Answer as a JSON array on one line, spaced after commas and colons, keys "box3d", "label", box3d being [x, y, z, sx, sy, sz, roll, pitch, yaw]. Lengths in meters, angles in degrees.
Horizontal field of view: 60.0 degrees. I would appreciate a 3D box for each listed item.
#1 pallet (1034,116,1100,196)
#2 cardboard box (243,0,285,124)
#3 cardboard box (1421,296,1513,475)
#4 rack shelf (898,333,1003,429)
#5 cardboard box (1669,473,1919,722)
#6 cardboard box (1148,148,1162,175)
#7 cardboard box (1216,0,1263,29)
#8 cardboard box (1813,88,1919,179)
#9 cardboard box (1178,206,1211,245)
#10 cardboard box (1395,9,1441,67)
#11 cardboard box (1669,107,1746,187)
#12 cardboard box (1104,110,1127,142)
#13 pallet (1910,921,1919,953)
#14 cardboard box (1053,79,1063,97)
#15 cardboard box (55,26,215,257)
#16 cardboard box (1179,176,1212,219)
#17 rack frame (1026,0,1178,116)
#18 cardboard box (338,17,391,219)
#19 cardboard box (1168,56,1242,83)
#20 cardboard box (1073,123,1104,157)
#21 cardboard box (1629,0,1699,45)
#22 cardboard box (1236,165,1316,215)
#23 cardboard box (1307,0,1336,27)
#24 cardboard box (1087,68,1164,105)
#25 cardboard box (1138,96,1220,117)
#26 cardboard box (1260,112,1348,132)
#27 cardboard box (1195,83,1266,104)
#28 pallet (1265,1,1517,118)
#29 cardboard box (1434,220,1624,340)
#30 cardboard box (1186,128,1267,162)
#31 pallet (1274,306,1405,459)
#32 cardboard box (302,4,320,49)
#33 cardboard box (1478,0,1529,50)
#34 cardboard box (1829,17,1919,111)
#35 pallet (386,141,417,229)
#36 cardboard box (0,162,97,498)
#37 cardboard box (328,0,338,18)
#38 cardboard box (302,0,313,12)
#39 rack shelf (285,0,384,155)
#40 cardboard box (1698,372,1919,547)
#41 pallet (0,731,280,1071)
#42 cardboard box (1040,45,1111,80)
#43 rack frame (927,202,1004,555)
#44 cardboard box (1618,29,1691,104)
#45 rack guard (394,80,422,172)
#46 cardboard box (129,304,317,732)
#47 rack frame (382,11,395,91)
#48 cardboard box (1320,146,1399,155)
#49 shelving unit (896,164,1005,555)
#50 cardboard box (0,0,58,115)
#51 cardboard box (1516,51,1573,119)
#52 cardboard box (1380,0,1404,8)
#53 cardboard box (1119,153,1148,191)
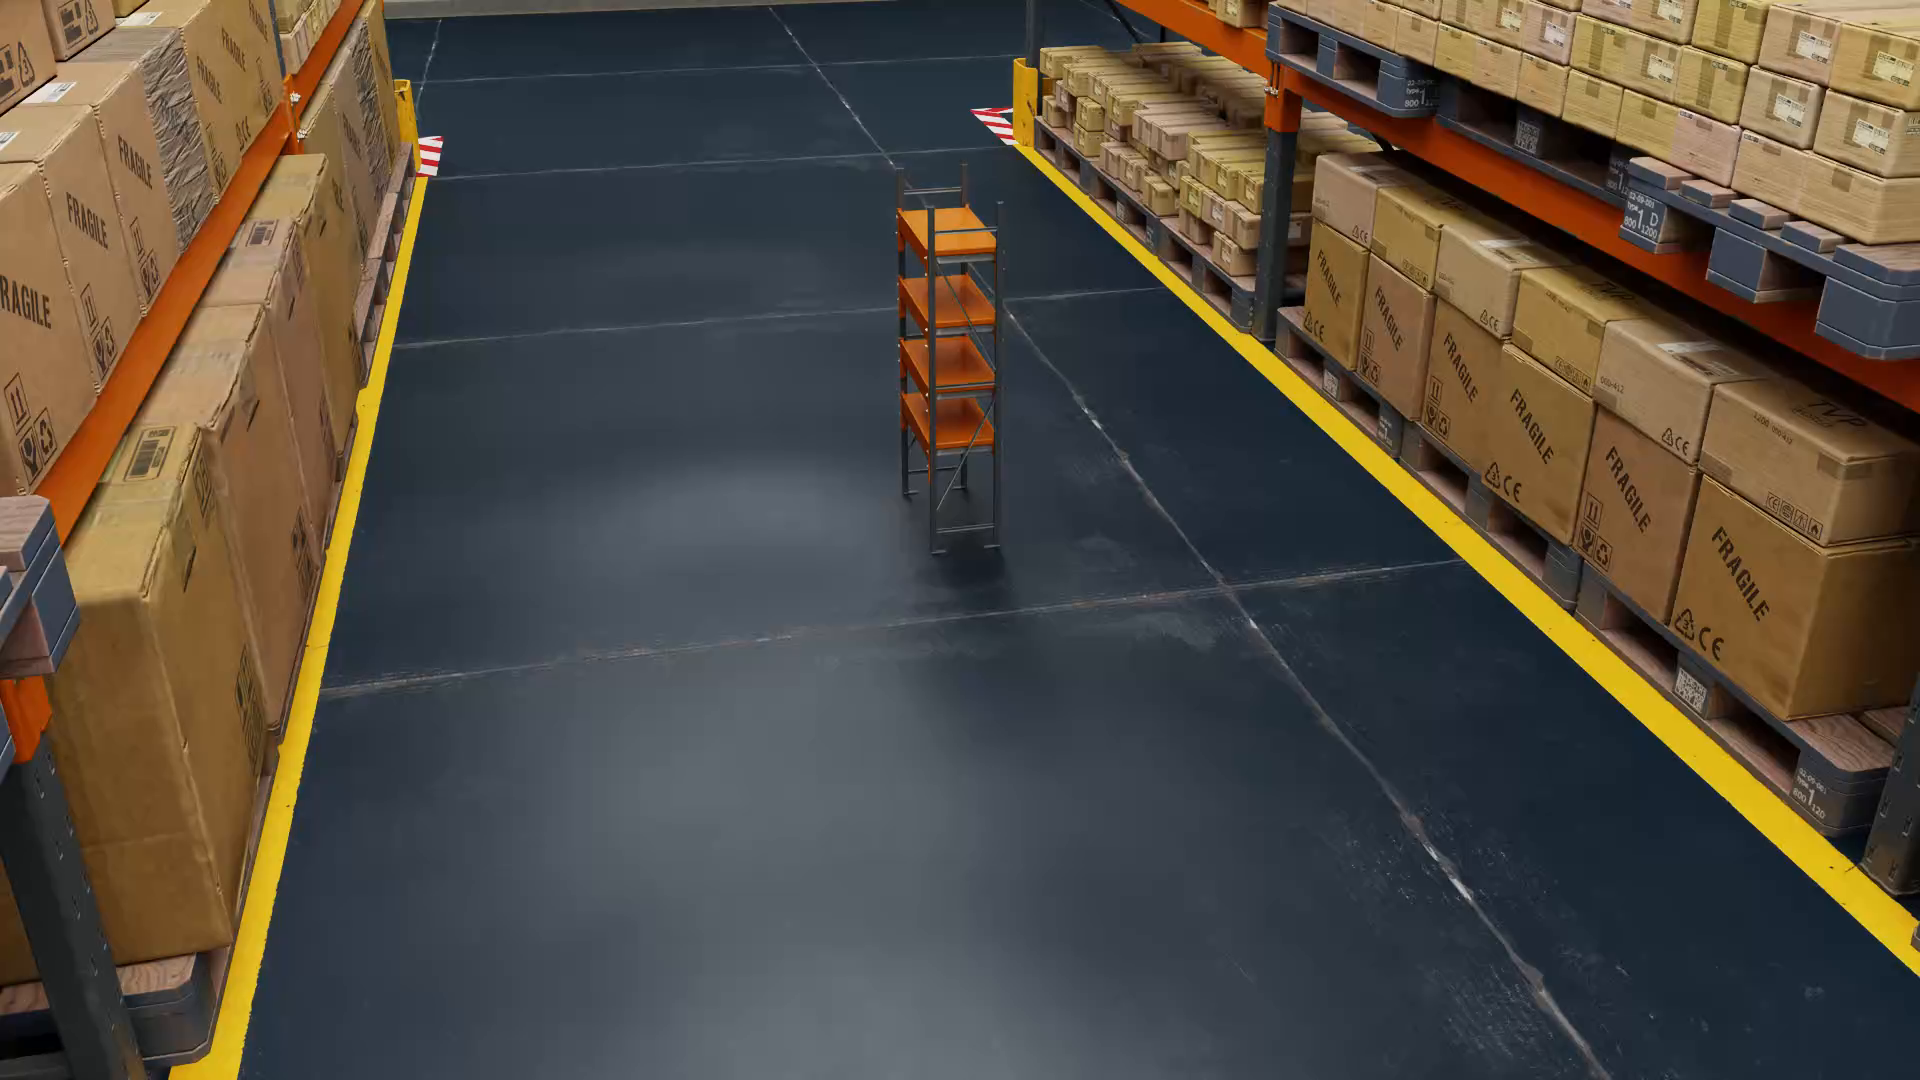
[{"box3d": [1.094, -2.420, 10.310, 1.003, 0.211, 1.213, -6, 27, -12], "label": "pallet"}, {"box3d": [-2.654, -1.710, 5.698, 0.500, 0.500, 0.500, -6, 27, -11], "label": "cardboard box"}, {"box3d": [1.990, -0.562, 5.842, 0.500, 0.500, 0.500, -5, 27, -11], "label": "cardboard box"}, {"box3d": [-0.037, -0.548, 5.654, 0.258, 0.148, 0.480, -6, 27, -12], "label": "rack shelf"}, {"box3d": [2.328, 0.120, 4.491, 0.500, 0.500, 0.500, -6, 27, -12], "label": "cardboard box"}, {"box3d": [1.221, -2.039, 8.828, 0.380, 0.149, 0.250, -7, 28, -14], "label": "cardboard box"}, {"box3d": [1.373, -2.394, 7.442, 0.380, 0.149, 0.250, -7, 28, -13], "label": "cardboard box"}, {"box3d": [2.177, -0.925, 3.736, 0.380, 0.149, 0.250, -5, 27, -11], "label": "cardboard box"}, {"box3d": [1.310, -1.586, 8.262, 0.380, 0.149, 0.250, -7, 28, -13], "label": "cardboard box"}, {"box3d": [1.705, -1.705, 5.611, 0.380, 0.149, 0.250, -7, 28, -14], "label": "cardboard box"}, {"box3d": [2.060, -1.013, 4.241, 0.380, 0.149, 0.250, -5, 27, -11], "label": "cardboard box"}, {"box3d": [1.049, -2.395, 9.533, 0.380, 0.149, 0.250, -7, 28, -14], "label": "cardboard box"}, {"box3d": [2.836, 1.053, 3.430, 1.003, 0.211, 1.213, -6, 27, -12], "label": "pallet"}, {"box3d": [0.797, -2.850, 10.434, 0.380, 0.149, 0.250, -5, 27, -9], "label": "cardboard box"}, {"box3d": [-2.316, -1.043, 4.376, 0.500, 0.500, 0.500, -6, 27, -11], "label": "cardboard box"}, {"box3d": [1.299, -1.689, 8.135, 0.380, 0.149, 0.250, -7, 28, -13], "label": "cardboard box"}, {"box3d": [0.929, -4.058, 10.461, 1.000, 3.000, 0.127, -6, 27, -12], "label": "rack frame"}, {"box3d": [-3.499, -2.165, 8.603, 0.875, 0.875, 0.875, -6, 27, -12], "label": "cardboard box"}, {"box3d": [1.478, -2.815, 10.036, 0.380, 0.149, 0.250, -7, 28, -13], "label": "cardboard box"}, {"box3d": [0.887, -2.372, 9.819, 0.380, 0.149, 0.250, -6, 27, -11], "label": "cardboard box"}, {"box3d": [1.997, -1.398, 4.343, 0.380, 0.149, 0.250, -5, 27, -10], "label": "cardboard box"}, {"box3d": [1.496, -1.612, 7.653, 0.380, 0.149, 0.250, -5, 27, -10], "label": "cardboard box"}, {"box3d": [1.539, -2.037, 6.269, 0.380, 0.149, 0.250, -6, 27, -11], "label": "cardboard box"}, {"box3d": [0.964, -2.641, 9.691, 0.380, 0.149, 0.250, -7, 28, -14], "label": "cardboard box"}, {"box3d": [1.181, -2.298, 9.011, 0.380, 0.149, 0.250, -6, 27, -11], "label": "cardboard box"}, {"box3d": [1.786, -2.120, 8.659, 0.380, 0.149, 0.250, -5, 27, -10], "label": "cardboard box"}, {"box3d": [1.540, -2.455, 9.324, 0.380, 0.149, 0.250, -7, 28, -13], "label": "cardboard box"}, {"box3d": [1.861, -1.866, 6.331, 1.003, 0.211, 1.213, -6, 27, -12], "label": "pallet"}, {"box3d": [1.972, -0.899, 5.679, 0.500, 0.250, 0.500, -5, 27, -10], "label": "cardboard box"}, {"box3d": [1.354, -1.951, 8.324, 0.380, 0.149, 0.250, -5, 27, -10], "label": "cardboard box"}, {"box3d": [2.007, -0.716, 6.933, 1.003, 0.211, 1.213, -6, 27, -12], "label": "pallet"}, {"box3d": [-2.887, -2.125, 6.910, 0.380, 0.149, 0.250, -5, 27, -10], "label": "cardboard box"}, {"box3d": [1.825, -1.604, 5.082, 0.380, 0.149, 0.250, -6, 28, -13], "label": "cardboard box"}, {"box3d": [2.174, -1.056, 3.665, 0.380, 0.149, 0.250, -7, 28, -14], "label": "cardboard box"}, {"box3d": [-3.670, -2.011, 9.500, 1.003, 0.211, 1.213, -6, 27, -12], "label": "pallet"}, {"box3d": [-1.968, -0.372, 3.048, 0.500, 0.500, 0.500, -5, 27, -10], "label": "cardboard box"}, {"box3d": [-3.060, -2.463, 7.580, 0.380, 0.149, 0.250, -6, 27, -11], "label": "cardboard box"}, {"box3d": [-2.983, -2.360, 6.934, 0.500, 0.250, 0.500, -6, 27, -12], "label": "cardboard box"}, {"box3d": [-3.476, -2.400, 7.974, 1.077, 0.370, 4.000, -6, 27, -12], "label": "rack shelf"}, {"box3d": [2.322, -0.226, 4.345, 0.500, 0.250, 0.500, -7, 28, -13], "label": "cardboard box"}, {"box3d": [-2.228, 0.804, 3.922, 1.003, 0.211, 1.213, -6, 27, -12], "label": "pallet"}, {"box3d": [0.716, -2.974, 10.351, 0.380, 0.149, 0.250, -7, 28, -14], "label": "cardboard box"}, {"box3d": [0.018, -0.501, 5.411, 0.240, 1.200, 0.015, -6, 27, -12], "label": "rack frame"}, {"box3d": [1.997, -1.267, 4.414, 0.380, 0.149, 0.250, -6, 27, -11], "label": "cardboard box"}, {"box3d": [-3.932, -2.493, 10.135, 1.175, 0.500, 0.348, -6, 27, -12], "label": "rack guard"}, {"box3d": [-2.452, -0.023, 4.358, 1.225, 0.875, 0.875, -6, 27, -11], "label": "cardboard box"}, {"box3d": [-3.927, -3.599, 9.551, 1.000, 3.000, 0.127, -6, 27, -12], "label": "rack frame"}, {"box3d": [1.950, -1.782, 7.988, 0.380, 0.149, 0.250, -5, 27, -9], "label": "cardboard box"}, {"box3d": [-0.037, -0.608, 5.624, 0.258, 1.200, 0.503, -6, 27, -12], "label": "shelving unit"}, {"box3d": [-2.417, -1.188, 3.551, 0.797, 0.503, 0.637, -5, 27, -10], "label": "cardboard box"}, {"box3d": [1.889, -1.355, 4.918, 0.380, 0.149, 0.250, -5, 27, -10], "label": "cardboard box"}, {"box3d": [1.649, -1.950, 5.766, 0.380, 0.149, 0.250, -7, 28, -14], "label": "cardboard box"}, {"box3d": [1.096, -2.033, 9.146, 0.380, 0.149, 0.250, -6, 27, -12], "label": "cardboard box"}]
